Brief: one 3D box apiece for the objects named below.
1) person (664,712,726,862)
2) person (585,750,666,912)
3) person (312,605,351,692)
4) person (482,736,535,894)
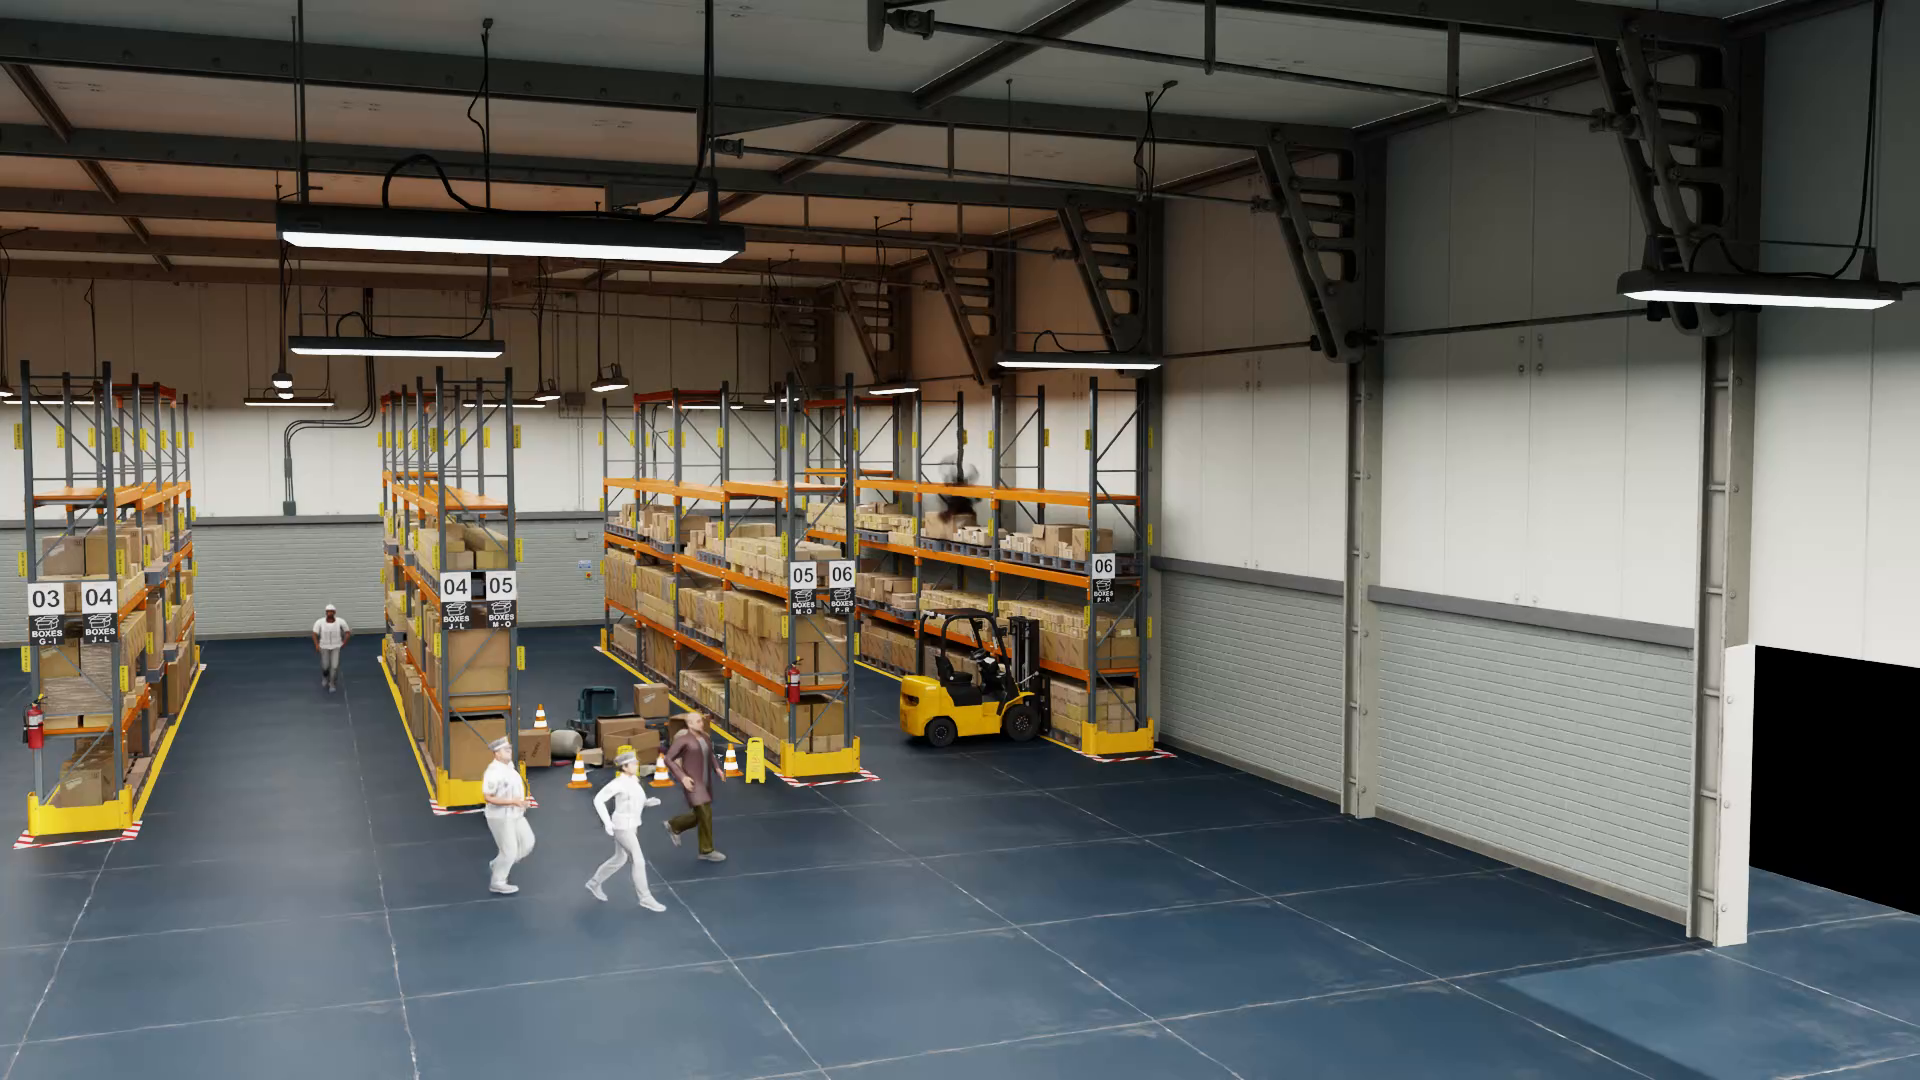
[{"bbox_3d":[-3.191,2.923,19.851,0.936,1.750,0.742,2,4,27],"label":"person"},{"bbox_3d":[-3.567,3.068,17.650,0.926,1.699,0.600,1,4,11],"label":"person"},{"bbox_3d":[-12.528,2.147,33.173,0.719,1.737,0.577,-1,4,-21],"label":"person"},{"bbox_3d":[-4.954,3.021,18.348,0.578,1.736,0.653,1,4,12],"label":"person"}]
